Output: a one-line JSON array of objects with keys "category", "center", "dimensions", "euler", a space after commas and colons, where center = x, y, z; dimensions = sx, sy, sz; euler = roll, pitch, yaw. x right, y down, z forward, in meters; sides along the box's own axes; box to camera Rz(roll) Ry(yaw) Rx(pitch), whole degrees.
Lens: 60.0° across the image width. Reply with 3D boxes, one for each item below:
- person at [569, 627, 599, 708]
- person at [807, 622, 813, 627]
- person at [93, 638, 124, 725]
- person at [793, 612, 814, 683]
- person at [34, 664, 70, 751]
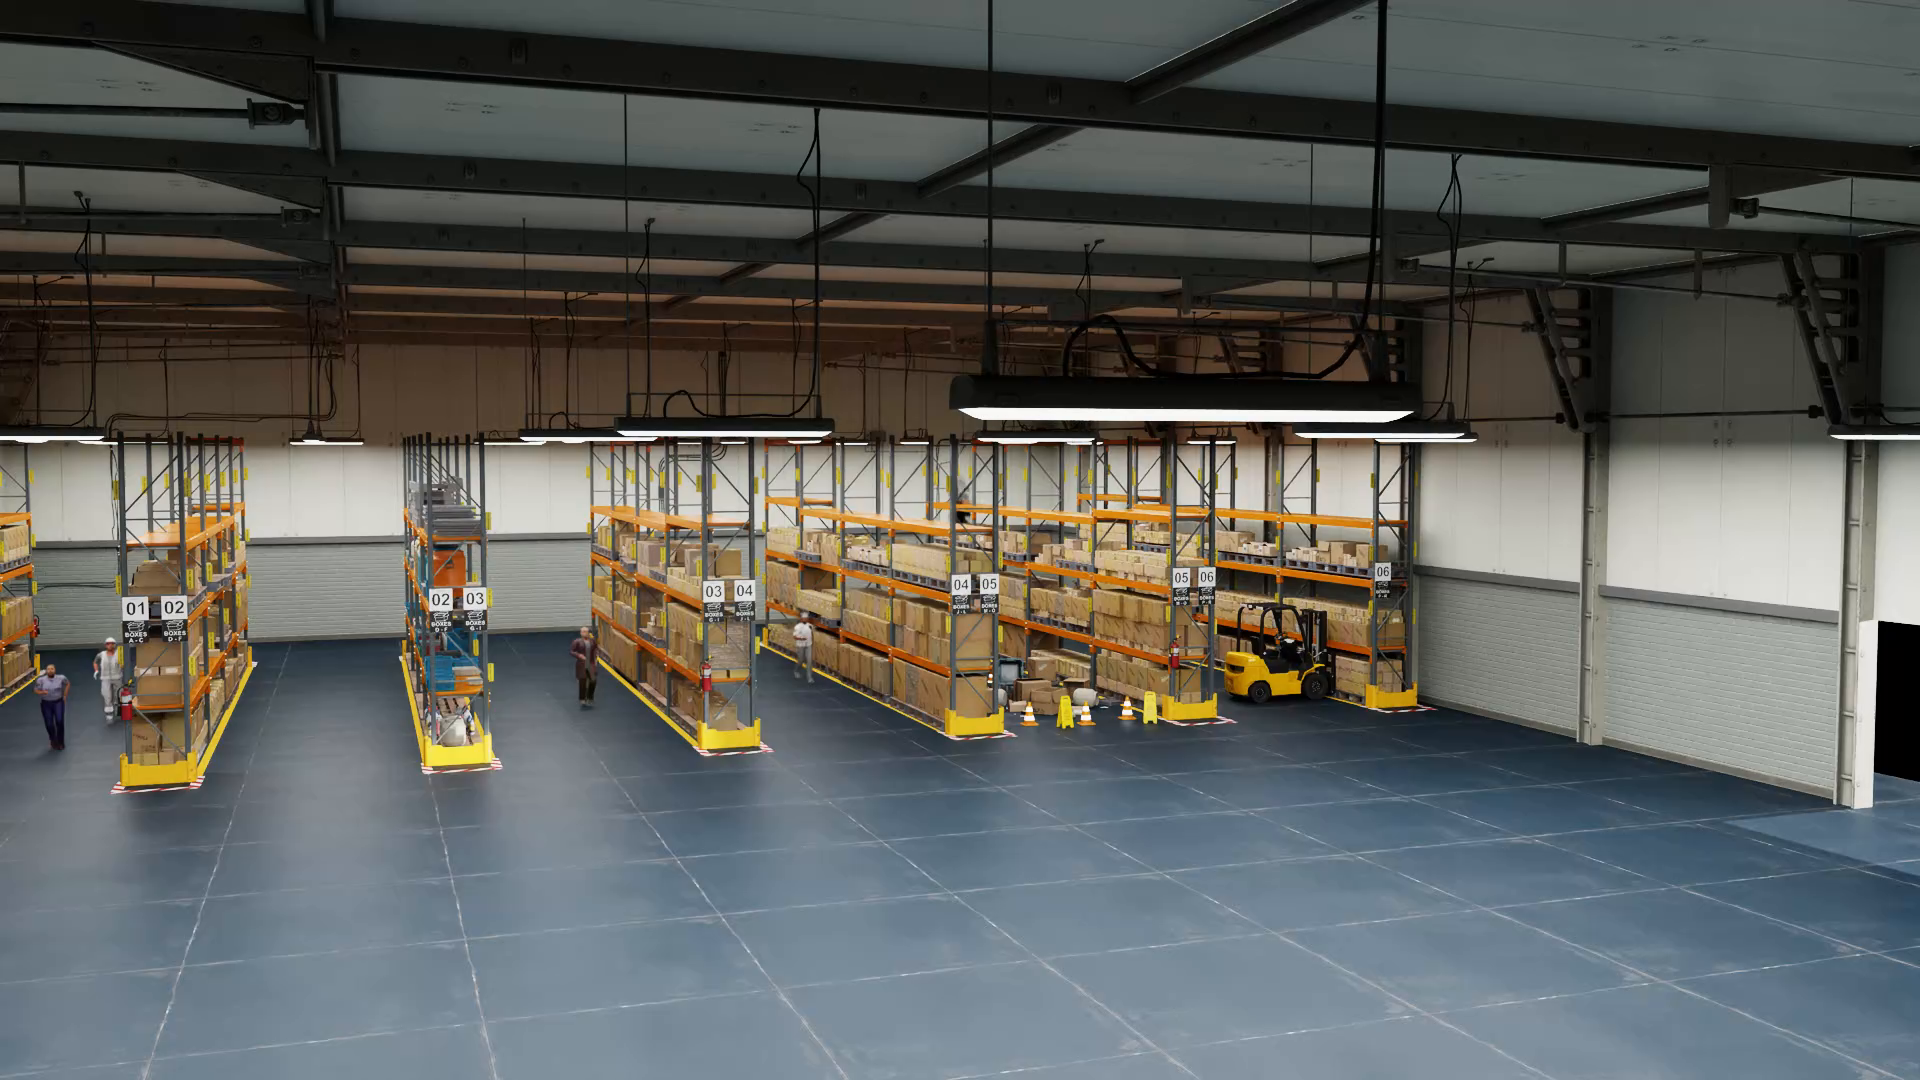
[{"category": "person", "center": [-8.267, 2.819, 36.691], "dimensions": [0.701, 1.804, 0.770], "euler": [-2, 4, -28]}, {"category": "person", "center": [-4.579, 2.146, 49.634], "dimensions": [0.654, 1.689, 0.545], "euler": [-2, 4, -26]}, {"category": "person", "center": [-17.624, 2.911, 34.532], "dimensions": [0.667, 1.768, 0.963], "euler": [-2, 4, -26]}, {"category": "person", "center": [-3.800, 2.603, 40.612], "dimensions": [0.586, 1.680, 0.891], "euler": [-2, 4, -28]}, {"category": "person", "center": [-17.232, 3.174, 31.567], "dimensions": [0.586, 1.656, 0.753], "euler": [-1, 3, -24]}]
